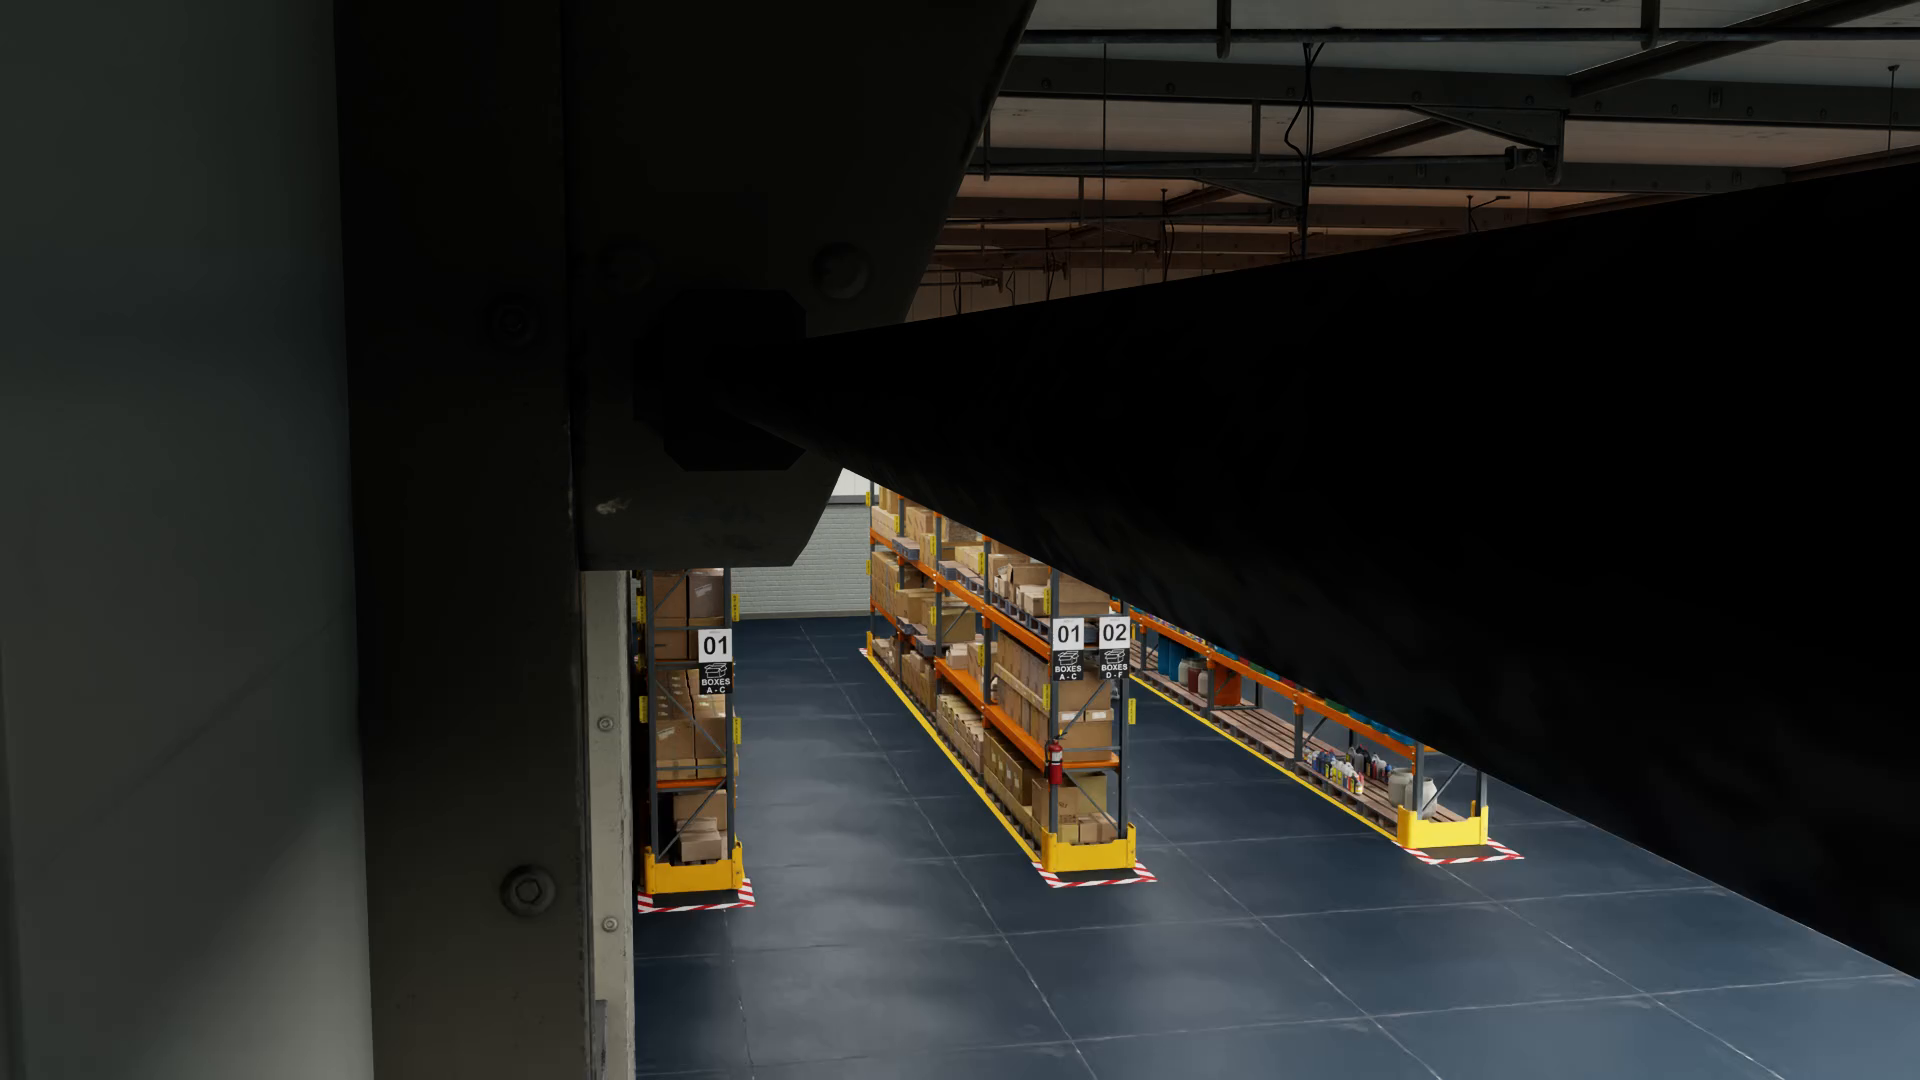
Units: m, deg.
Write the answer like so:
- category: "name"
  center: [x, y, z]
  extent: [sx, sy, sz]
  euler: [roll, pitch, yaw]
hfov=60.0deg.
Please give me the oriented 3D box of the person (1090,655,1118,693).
- category: "person"
  center: [2.769, 2.113, 32.066]
  extent: [0.563, 1.768, 0.519]
  euler: [-1, 6, -12]
